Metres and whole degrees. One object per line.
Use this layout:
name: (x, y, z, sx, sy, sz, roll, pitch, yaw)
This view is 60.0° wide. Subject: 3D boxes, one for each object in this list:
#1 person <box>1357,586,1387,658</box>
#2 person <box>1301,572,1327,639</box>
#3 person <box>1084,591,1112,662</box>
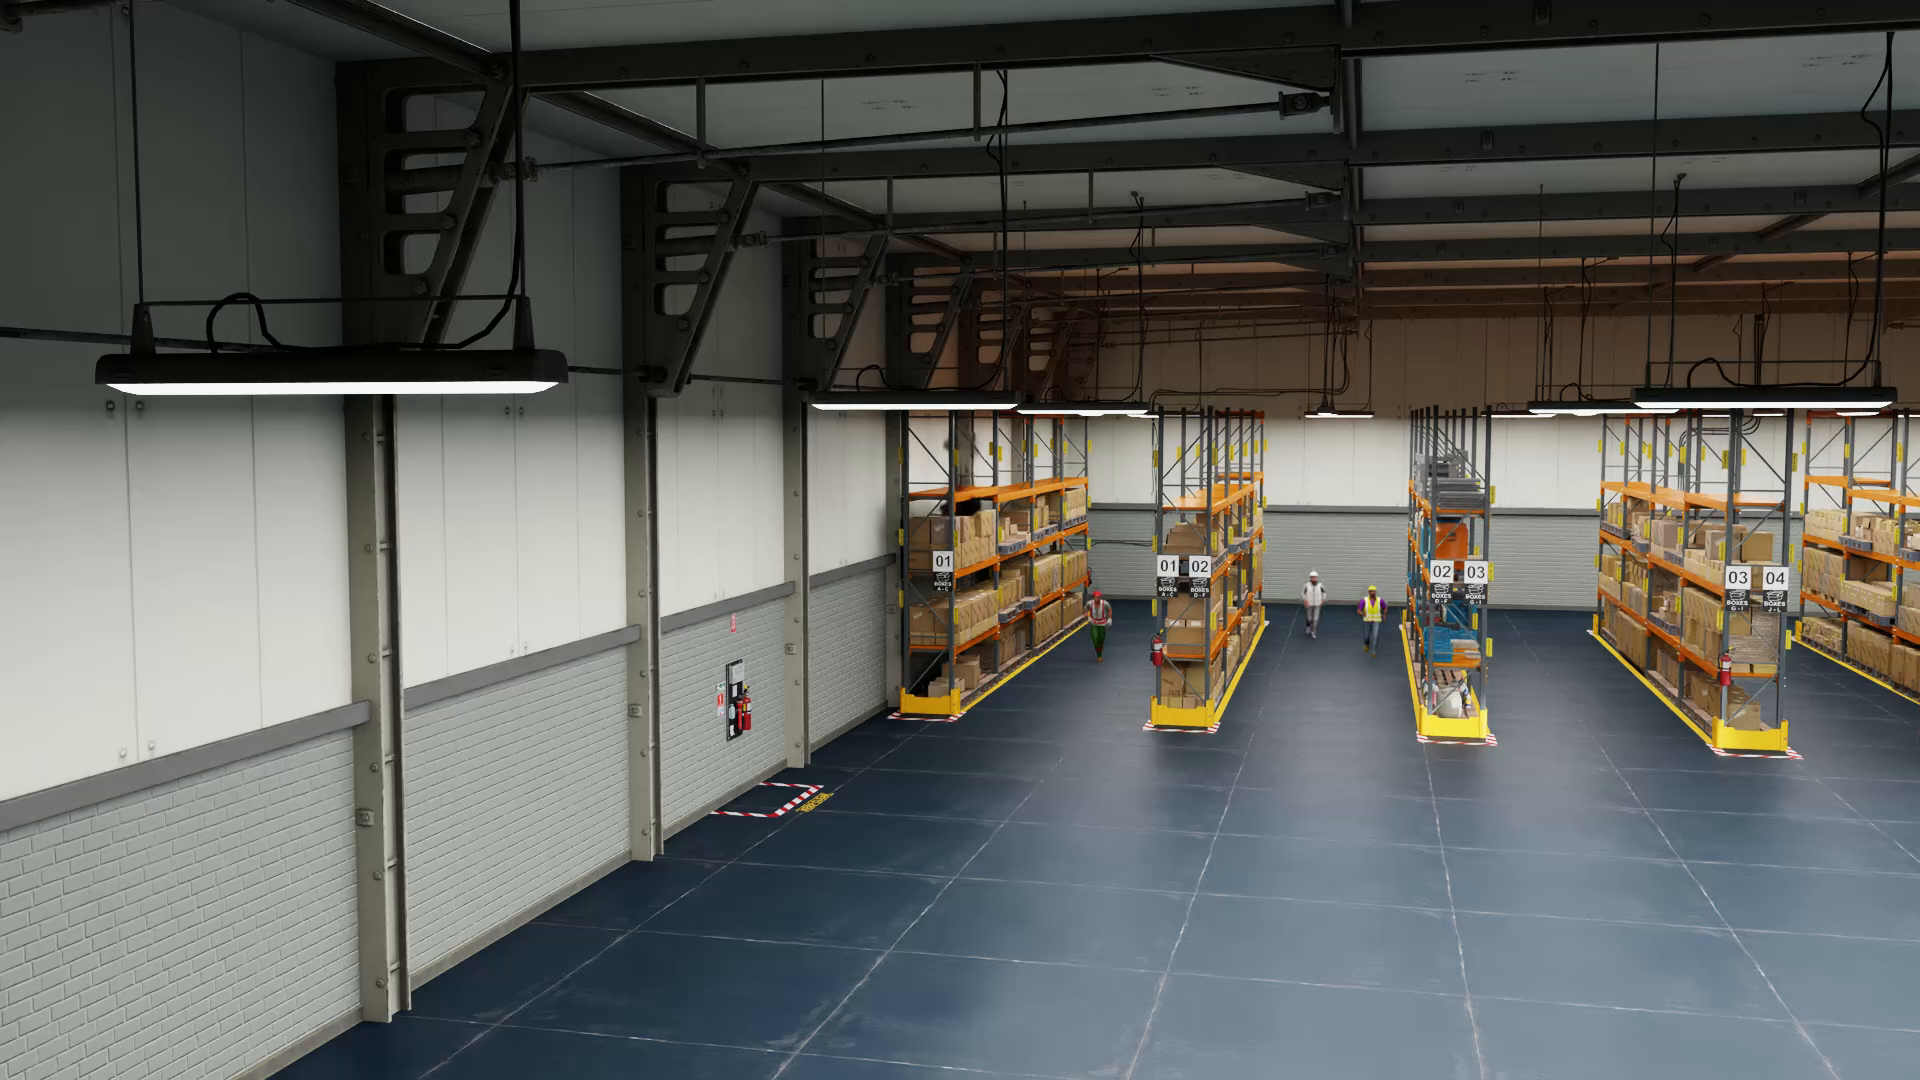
person: (9.985, 1.971, 40.256, 0.714, 1.728, 0.751, 1, 4, 11)
person: (9.354, 1.709, 43.955, 0.682, 1.752, 0.605, 1, 4, 8)
person: (3.296, 2.039, 39.715, 0.654, 1.711, 0.793, 1, 4, 13)
